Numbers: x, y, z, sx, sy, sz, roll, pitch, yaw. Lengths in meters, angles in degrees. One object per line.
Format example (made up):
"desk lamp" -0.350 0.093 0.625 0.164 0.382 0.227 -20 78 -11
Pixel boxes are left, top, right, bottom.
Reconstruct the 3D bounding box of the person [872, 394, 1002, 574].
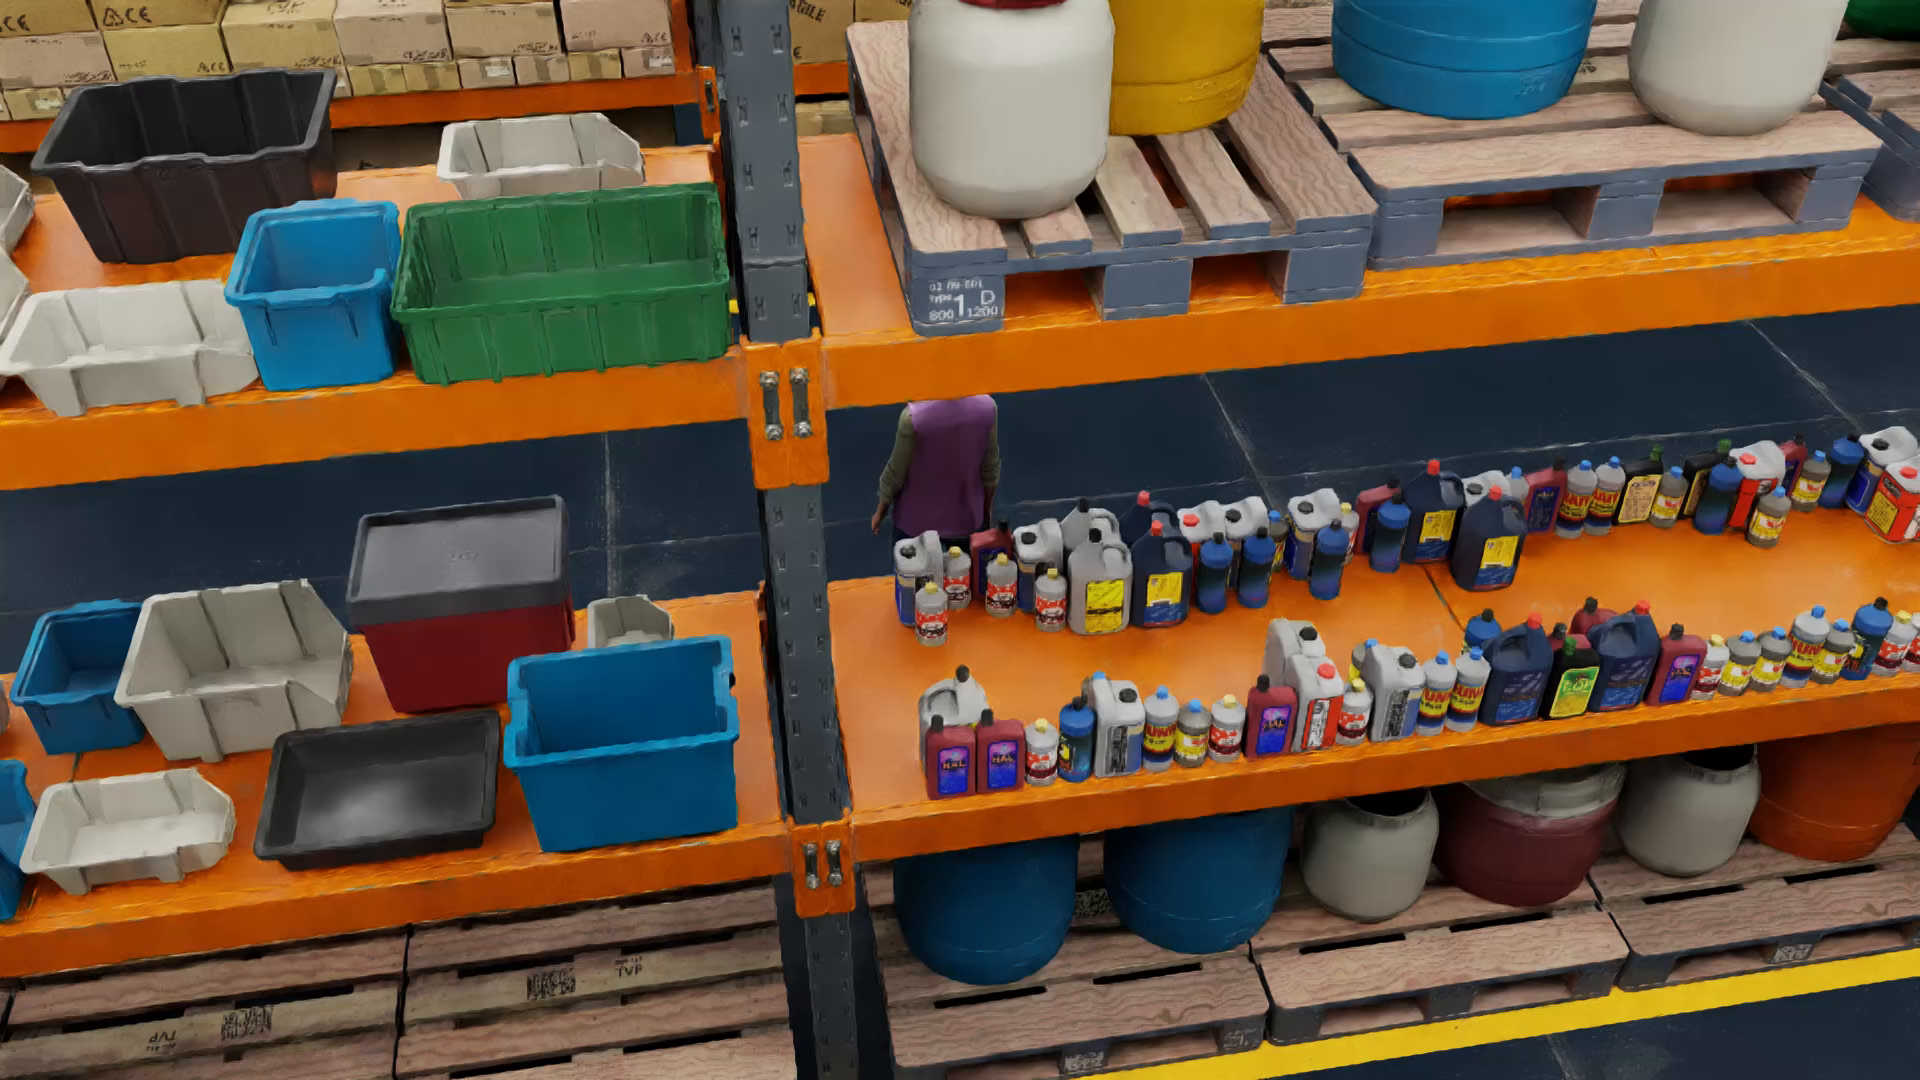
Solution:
"person" -0.084 -0.077 6.218 0.475 1.603 0.345 -11 40 -13
